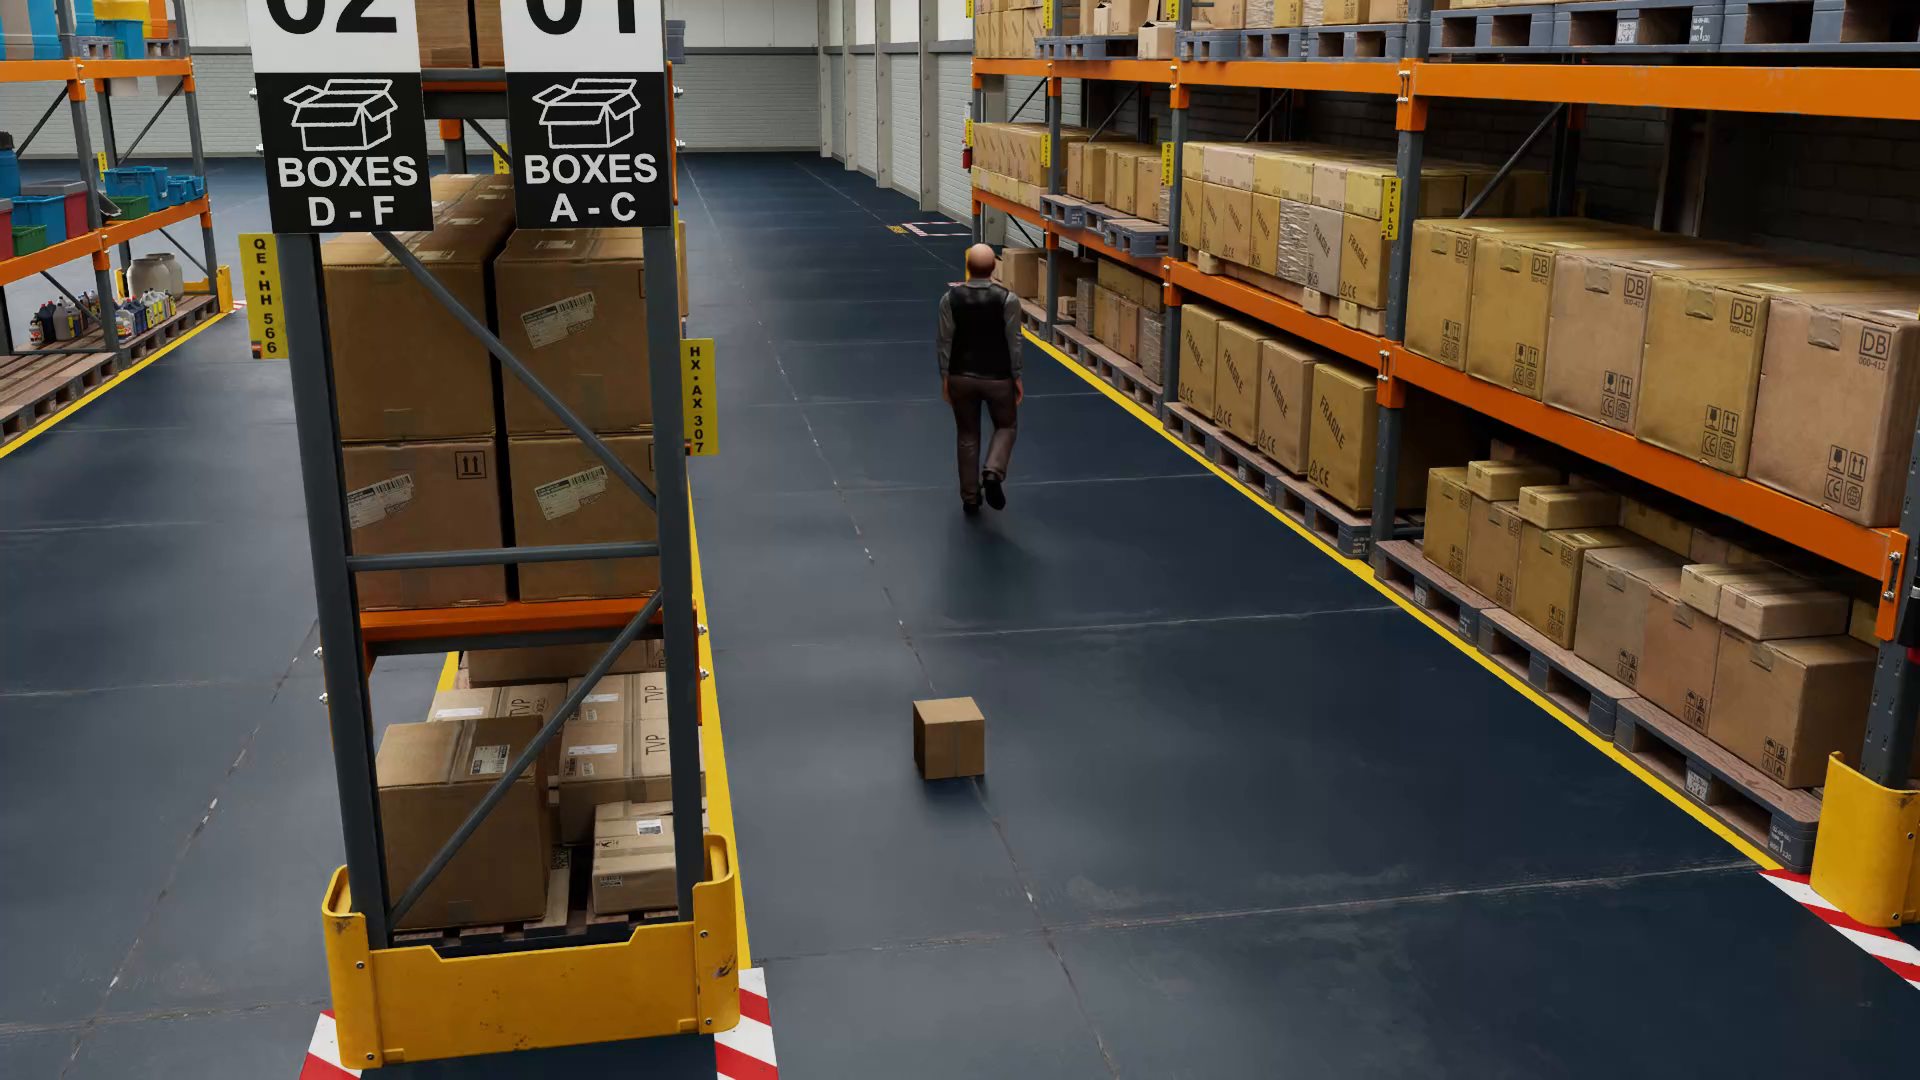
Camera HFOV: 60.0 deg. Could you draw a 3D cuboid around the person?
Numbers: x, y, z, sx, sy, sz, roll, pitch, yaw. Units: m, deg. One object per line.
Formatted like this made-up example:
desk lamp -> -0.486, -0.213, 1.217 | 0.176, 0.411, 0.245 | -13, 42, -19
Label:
person -> 0.129, -1.008, 10.465 | 0.545, 1.706, 0.514 | 2, 16, 8
